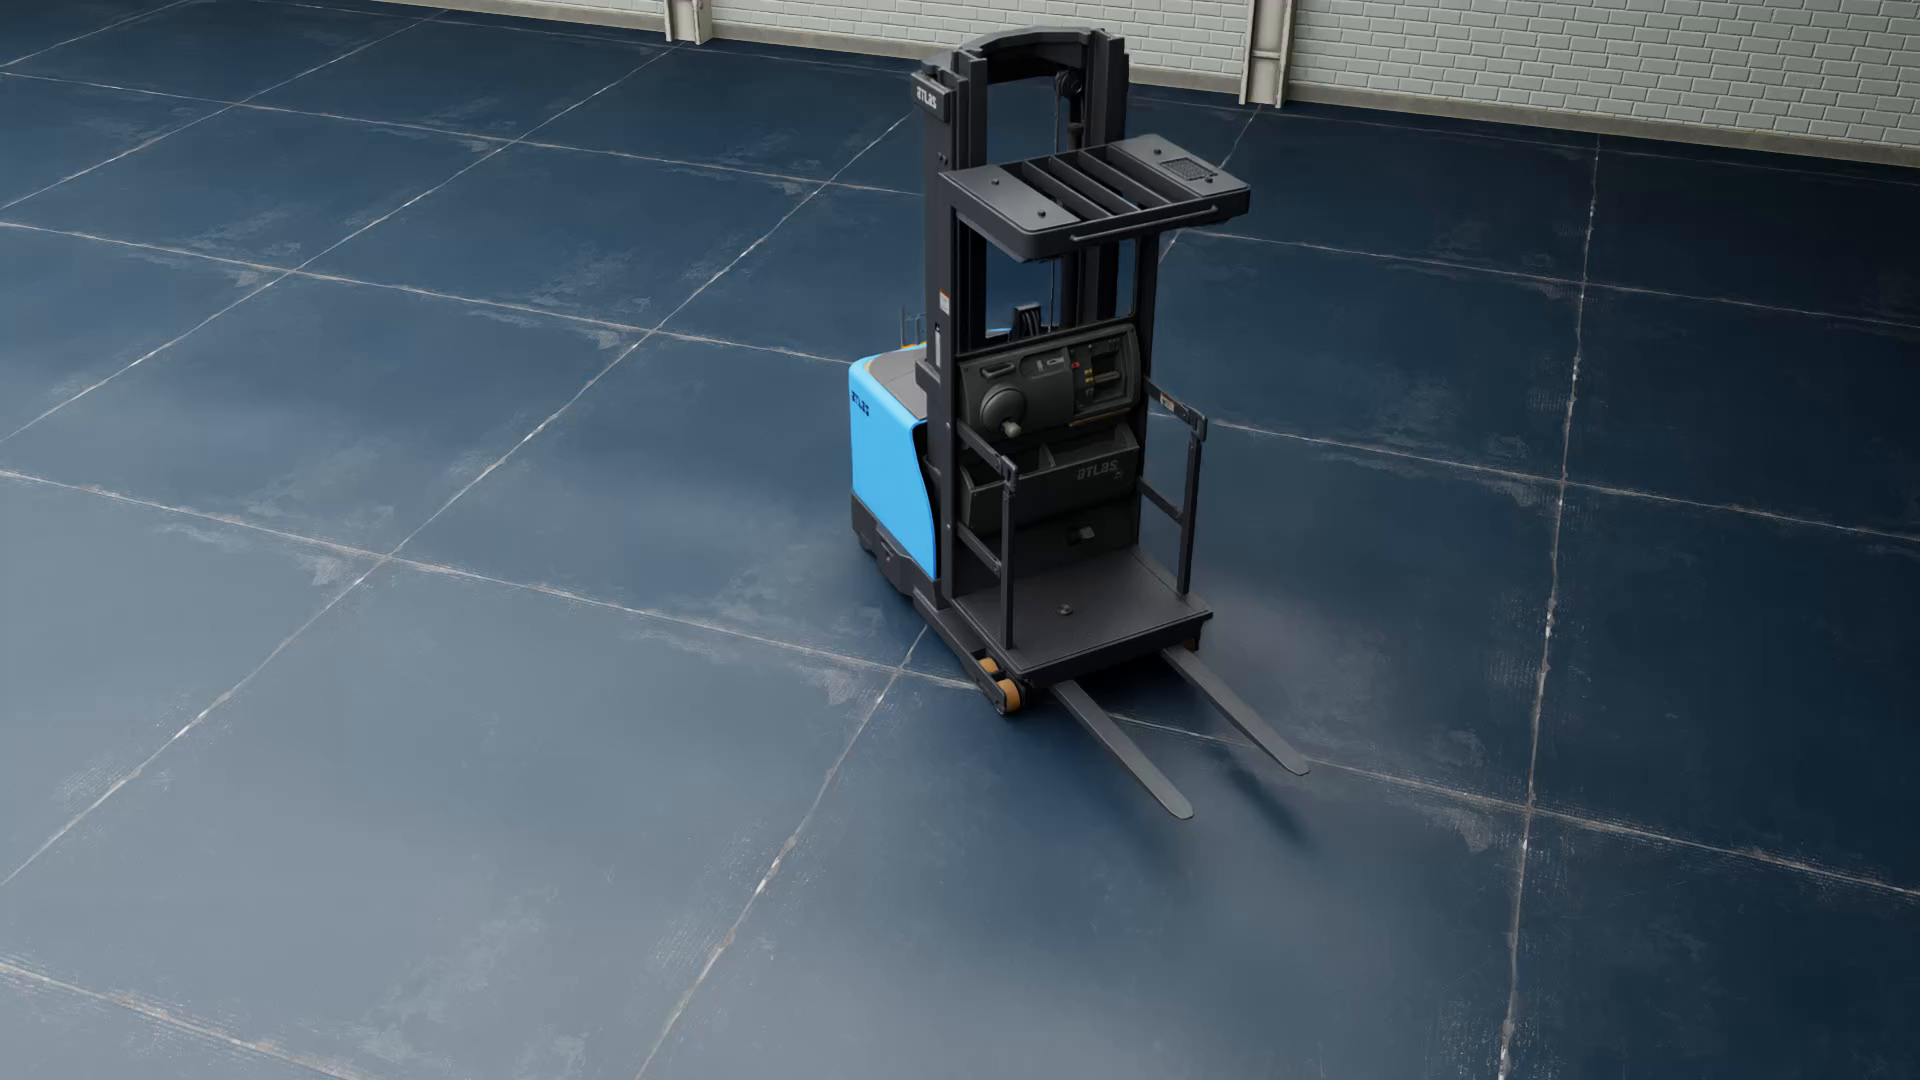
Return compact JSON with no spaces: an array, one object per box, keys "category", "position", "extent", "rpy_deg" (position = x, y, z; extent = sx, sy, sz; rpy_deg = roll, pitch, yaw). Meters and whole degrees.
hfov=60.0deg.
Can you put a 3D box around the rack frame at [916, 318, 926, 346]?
[{"category":"rack frame","position":[-0.127,-0.697,9.191],"extent":[0.240,1.200,0.006],"rpy_deg":[-16,36,-23]}]

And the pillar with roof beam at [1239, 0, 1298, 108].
[{"category":"pillar with roof beam","position":[1.389,-5.699,9.749],"extent":[0.400,9.000,9.100],"rpy_deg":[11,34,16]}]

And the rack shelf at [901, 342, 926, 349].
[{"category":"rack shelf","position":[-0.169,-1.006,9.088],"extent":[0.258,0.103,0.180],"rpy_deg":[-16,36,-23]}]

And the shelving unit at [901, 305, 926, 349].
[{"category":"shelving unit","position":[-0.169,-0.741,9.259],"extent":[0.258,1.200,0.189],"rpy_deg":[-16,36,-23]}]

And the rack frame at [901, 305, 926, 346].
[{"category":"rack frame","position":[-0.212,-0.785,9.327],"extent":[0.240,1.200,0.006],"rpy_deg":[-16,36,-23]}]

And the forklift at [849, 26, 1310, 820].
[{"category":"forklift","position":[0.531,-0.680,7.569],"extent":[1.130,2.935,3.031],"rpy_deg":[-16,36,-23]}]

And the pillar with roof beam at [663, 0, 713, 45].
[{"category":"pillar with roof beam","position":[-4.259,-6.797,11.450],"extent":[0.400,9.000,9.100],"rpy_deg":[11,34,16]}]
